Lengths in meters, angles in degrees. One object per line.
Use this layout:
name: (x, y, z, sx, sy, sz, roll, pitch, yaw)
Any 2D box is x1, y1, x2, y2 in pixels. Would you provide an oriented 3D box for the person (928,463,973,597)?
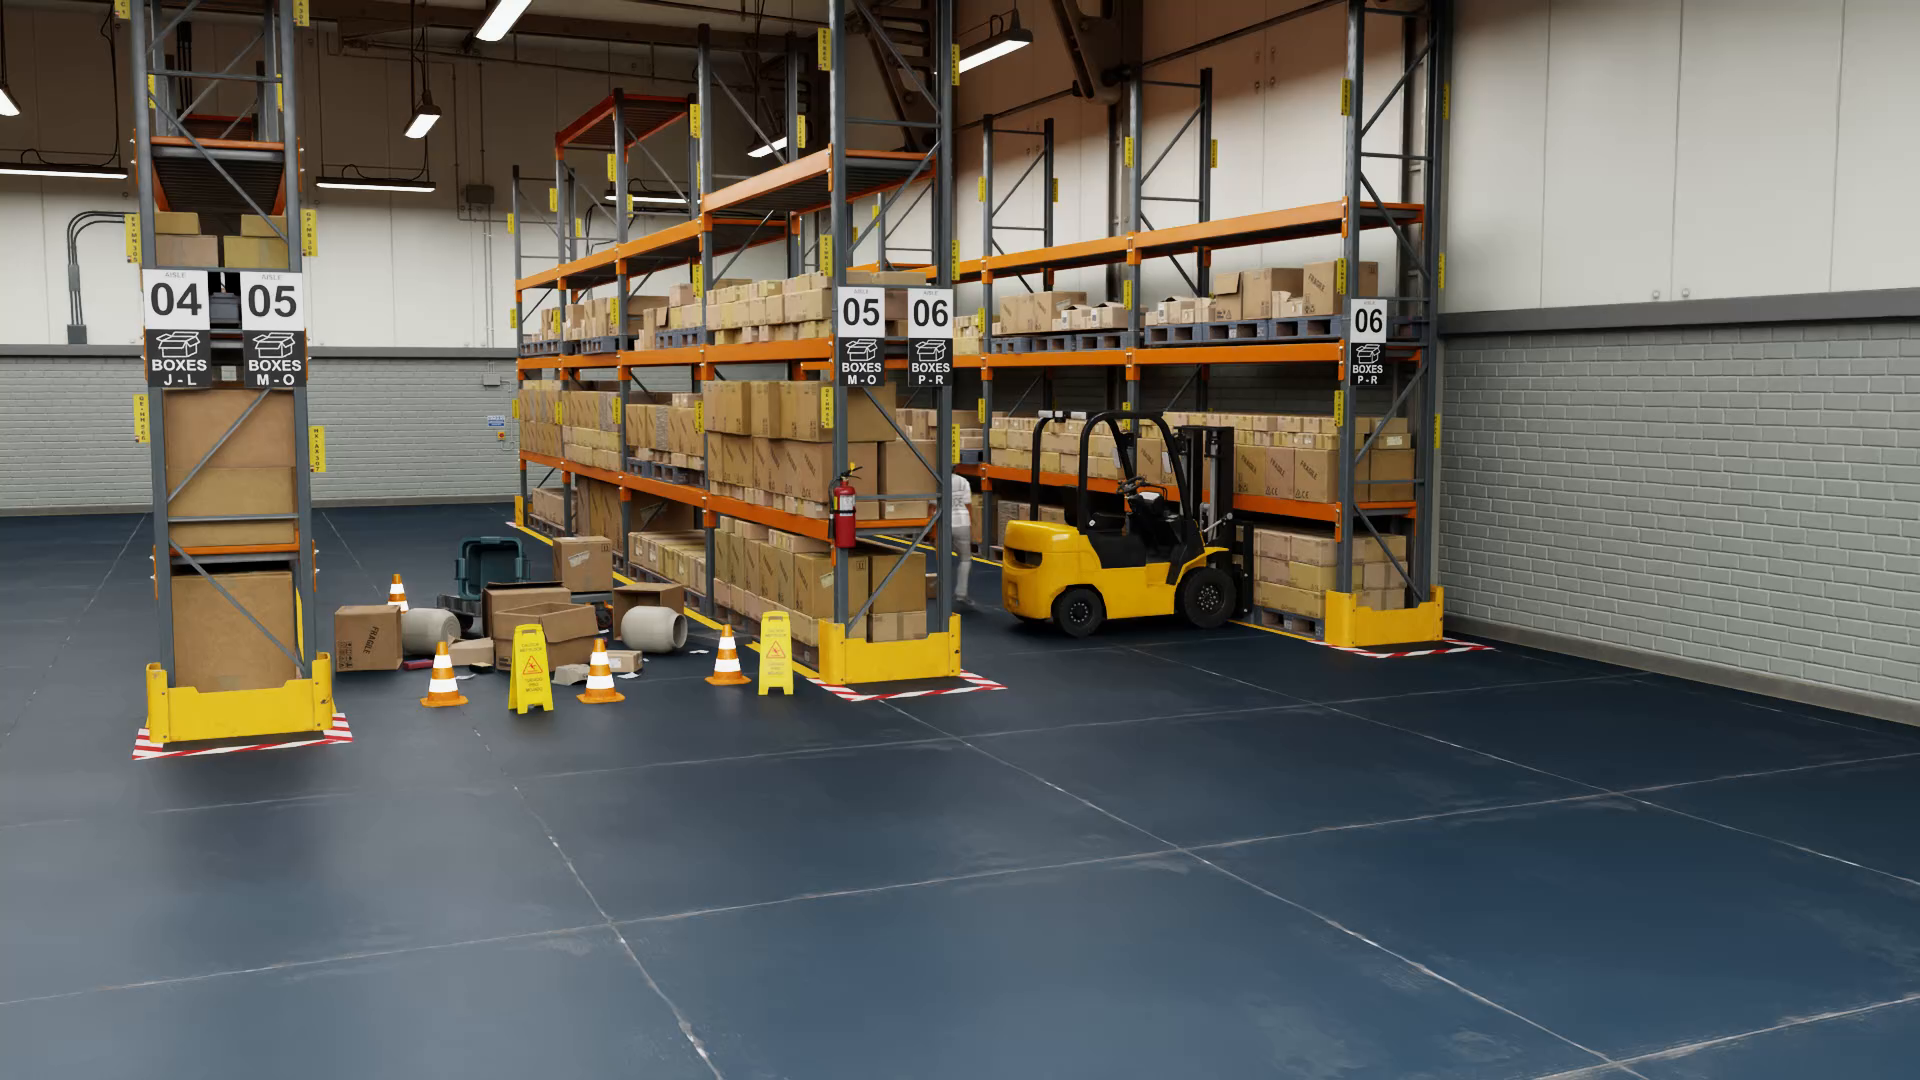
person: (-0.106, -0.130, 17.965, 0.485, 1.600, 0.482, 0, 6, 1)
